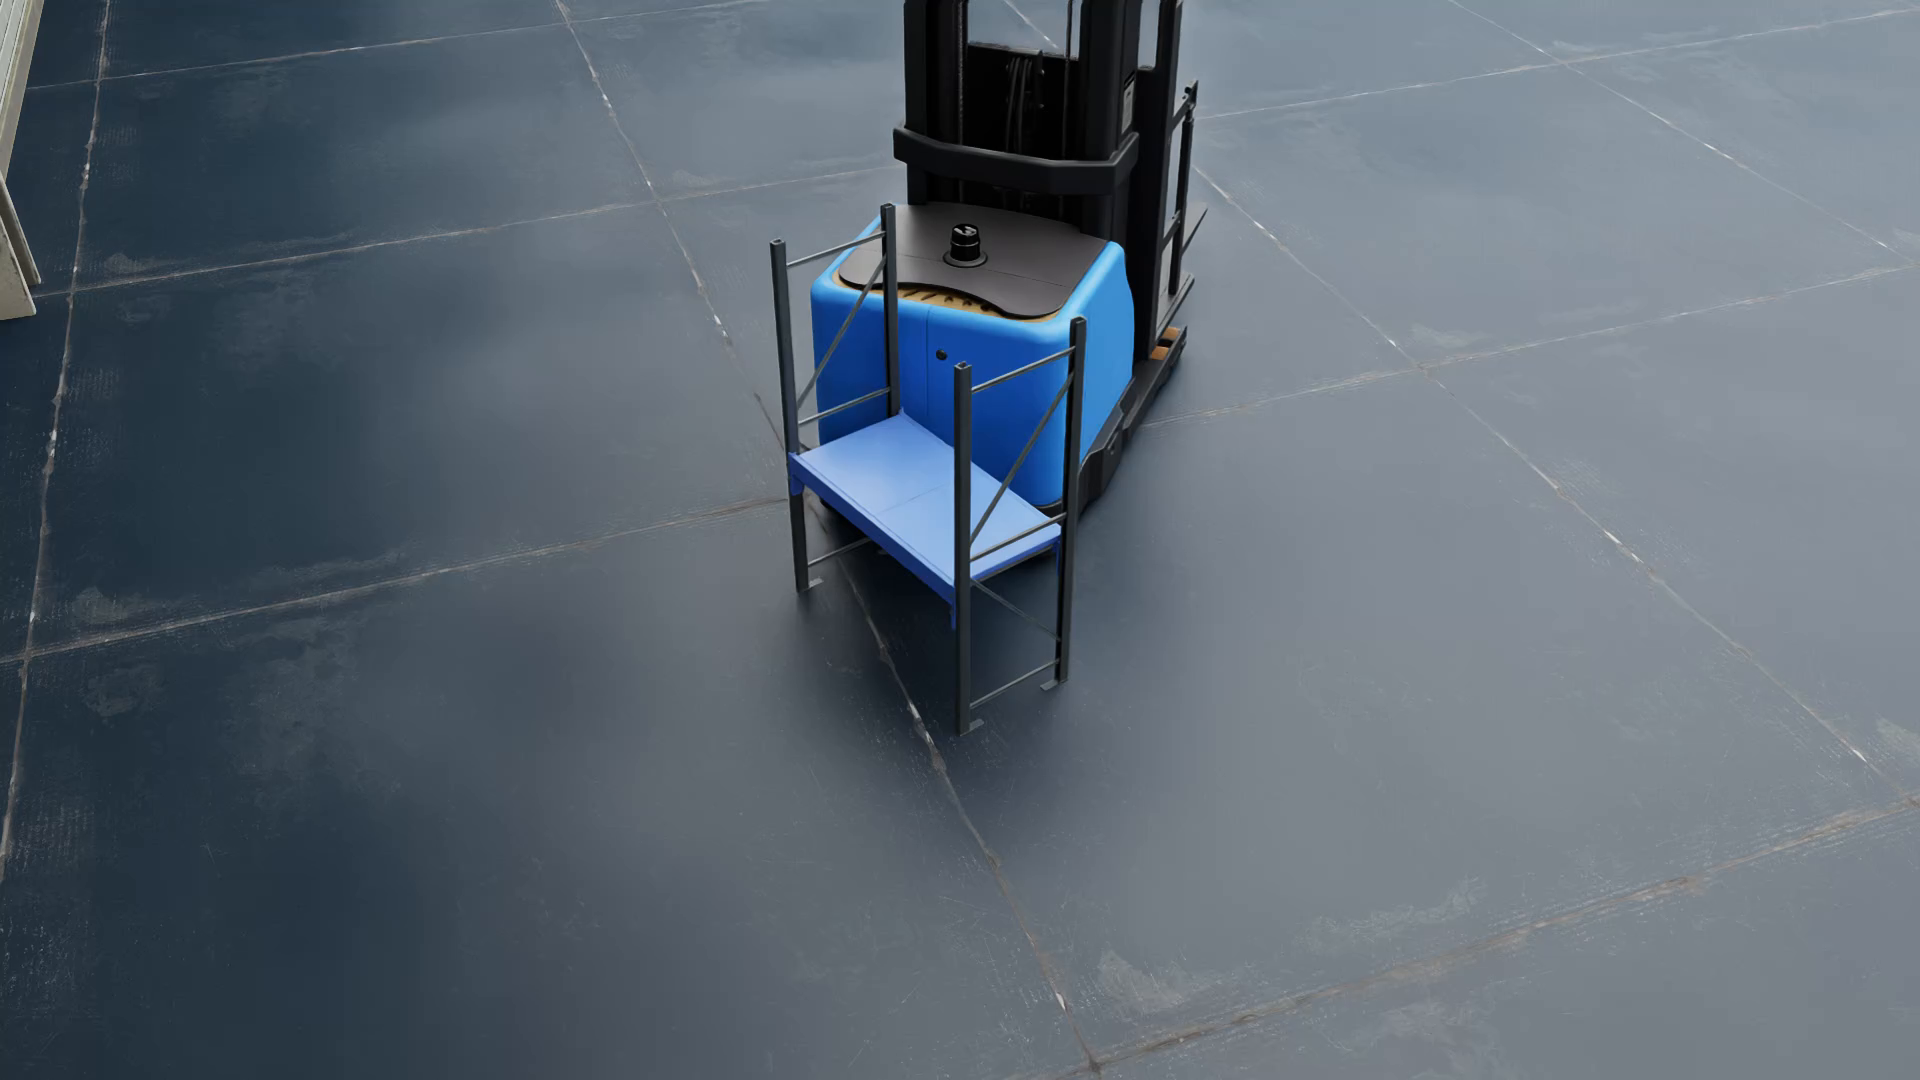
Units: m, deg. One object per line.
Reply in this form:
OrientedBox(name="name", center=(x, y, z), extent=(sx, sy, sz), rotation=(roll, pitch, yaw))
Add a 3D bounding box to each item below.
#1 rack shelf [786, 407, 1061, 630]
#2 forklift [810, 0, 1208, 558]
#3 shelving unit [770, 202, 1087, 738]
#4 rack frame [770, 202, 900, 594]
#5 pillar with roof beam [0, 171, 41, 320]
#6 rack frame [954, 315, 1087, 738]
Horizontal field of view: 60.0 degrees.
OrientedBox(name="rack shelf", center=(-0.122, -0.103, 5.939), extent=(0.538, 0.185, 1.000), rotation=(-25, 44, -29))
OrientedBox(name="forklift", center=(0.429, -1.988, 6.953), extent=(1.130, 2.935, 3.031), rotation=(13, 39, 17))
OrientedBox(name="shelving unit", center=(-0.122, -0.246, 5.830), extent=(0.538, 1.500, 1.048), rotation=(-25, 44, -29))
OrientedBox(name="rack frame", center=(-0.433, -0.488, 6.152), extent=(0.500, 1.500, 0.032), rotation=(-25, 44, -29))
OrientedBox(name="pillar with roof beam", center=(-0.749, -5.681, 6.813), extent=(9.100, 9.000, 0.400), rotation=(-12, 39, -16))
OrientedBox(name="rack frame", center=(0.189, -0.004, 5.509), extent=(0.500, 1.500, 0.032), rotation=(-25, 44, -29))
